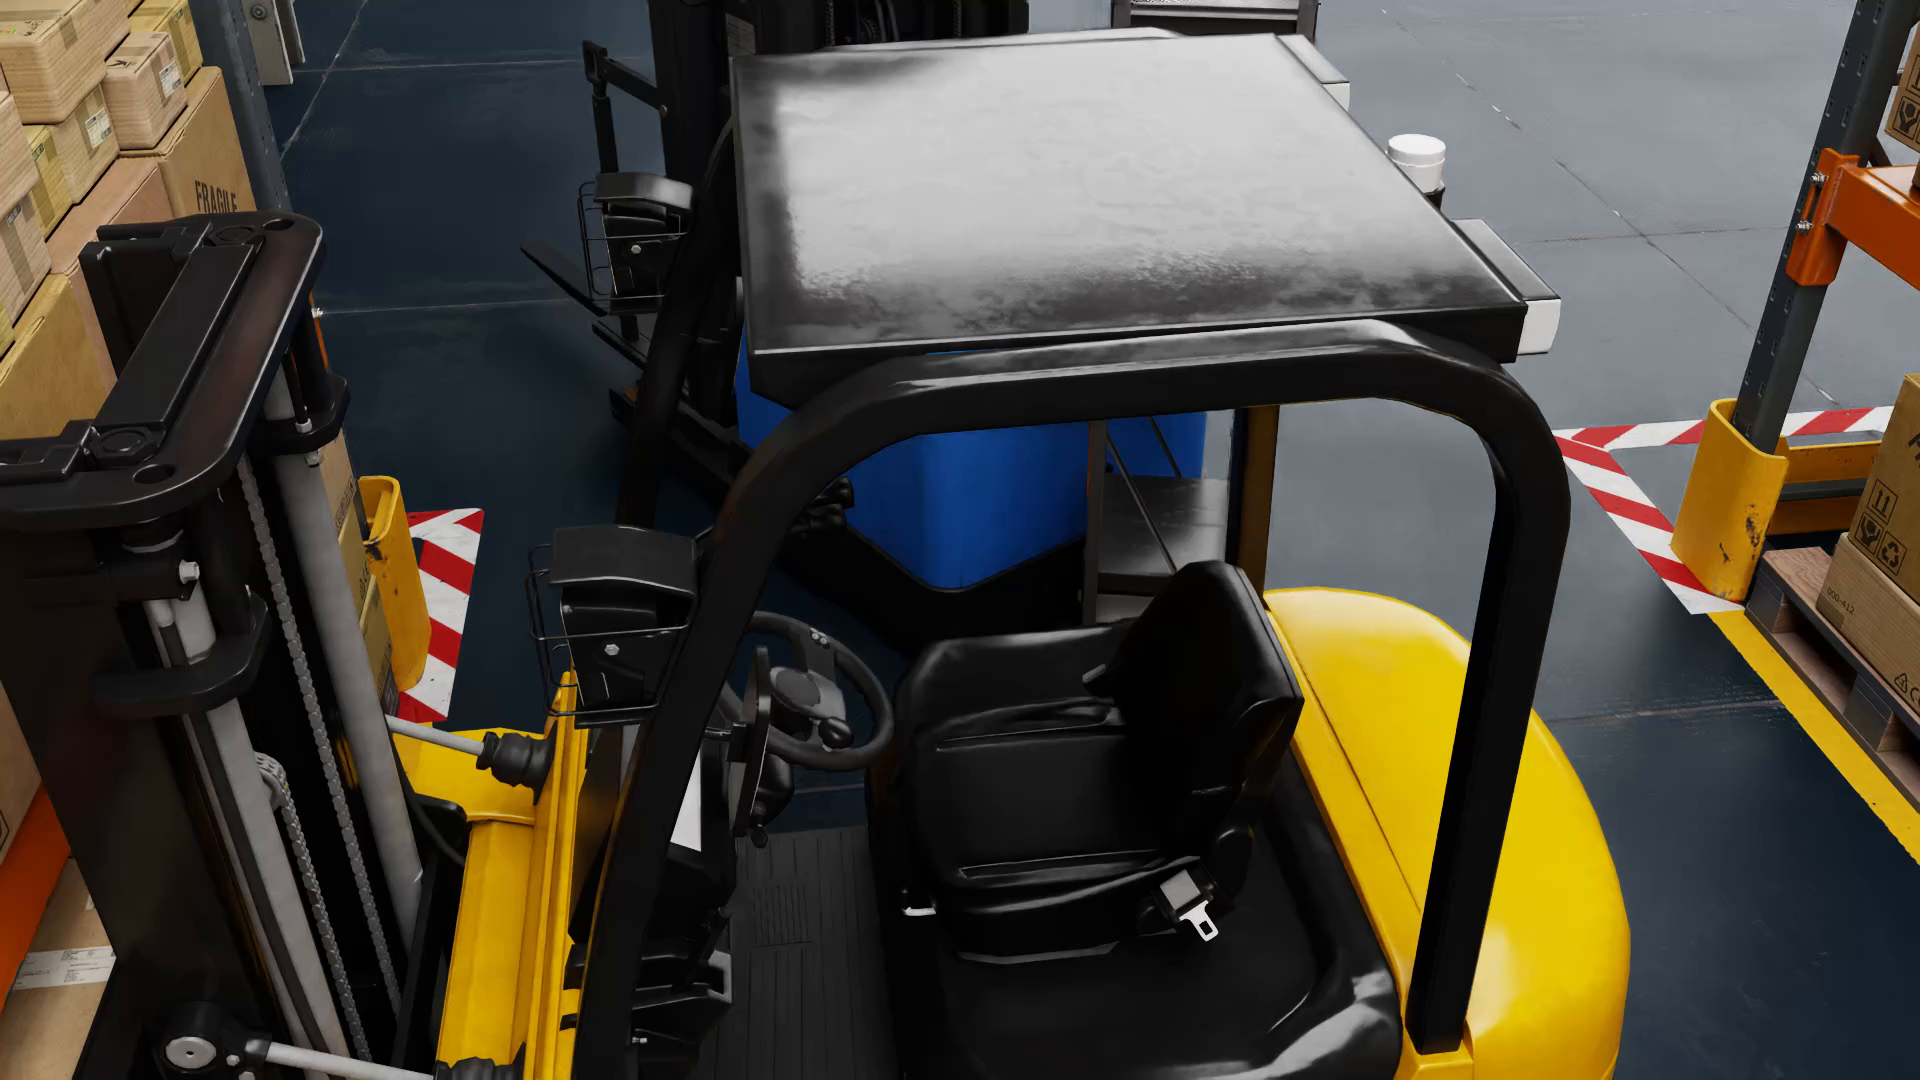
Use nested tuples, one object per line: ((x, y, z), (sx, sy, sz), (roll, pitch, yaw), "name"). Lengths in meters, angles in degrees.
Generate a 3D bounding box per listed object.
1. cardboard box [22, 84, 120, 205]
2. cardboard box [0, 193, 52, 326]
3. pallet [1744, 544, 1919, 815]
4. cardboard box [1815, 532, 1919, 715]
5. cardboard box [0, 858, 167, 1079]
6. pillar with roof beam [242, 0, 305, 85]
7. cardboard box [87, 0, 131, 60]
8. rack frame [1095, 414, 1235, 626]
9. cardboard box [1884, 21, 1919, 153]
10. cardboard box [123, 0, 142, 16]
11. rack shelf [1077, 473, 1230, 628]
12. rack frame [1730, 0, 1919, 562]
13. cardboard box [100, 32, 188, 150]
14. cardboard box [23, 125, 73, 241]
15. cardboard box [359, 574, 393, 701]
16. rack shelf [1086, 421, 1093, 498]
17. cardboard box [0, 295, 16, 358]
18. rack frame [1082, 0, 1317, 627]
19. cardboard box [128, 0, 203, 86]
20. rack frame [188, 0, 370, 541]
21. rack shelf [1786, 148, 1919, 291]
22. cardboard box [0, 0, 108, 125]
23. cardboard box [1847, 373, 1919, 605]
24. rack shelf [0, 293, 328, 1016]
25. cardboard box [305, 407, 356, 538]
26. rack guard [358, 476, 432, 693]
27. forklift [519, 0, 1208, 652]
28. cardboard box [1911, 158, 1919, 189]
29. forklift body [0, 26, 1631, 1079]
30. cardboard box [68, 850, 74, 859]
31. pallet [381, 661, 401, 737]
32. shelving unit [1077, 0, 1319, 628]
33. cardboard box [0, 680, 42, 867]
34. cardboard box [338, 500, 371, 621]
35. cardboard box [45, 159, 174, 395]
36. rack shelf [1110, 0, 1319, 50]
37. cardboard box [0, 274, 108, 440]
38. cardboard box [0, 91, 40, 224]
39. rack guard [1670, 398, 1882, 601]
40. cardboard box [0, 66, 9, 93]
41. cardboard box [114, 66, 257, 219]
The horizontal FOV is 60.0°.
((-1.744, -0.703, 2.954), (0.380, 0.149, 0.250), (-4, 34, -5), "cardboard box")
((-1.639, -0.419, 2.536), (0.380, 0.149, 0.250), (-5, 35, -8), "cardboard box")
((2.896, 0.417, 4.451), (1.003, 0.211, 1.213), (-4, 35, -6), "pallet")
((2.646, 0.200, 4.362), (0.500, 0.250, 0.500), (-5, 35, -7), "cardboard box")
((-1.522, 0.776, 2.629), (0.500, 0.250, 0.500), (-5, 35, -7), "cardboard box")
((0.553, -6.552, 6.874), (9.100, 9.000, 0.400), (-4, 35, -6), "pillar with roof beam")
((-1.785, -0.969, 3.079), (0.380, 0.149, 0.250), (-4, 35, -6), "cardboard box")
((0.561, -0.586, 4.245), (0.400, 2.100, 0.015), (3, 34, 5), "rack frame")
((2.601, -1.113, 3.866), (0.500, 0.500, 0.500), (-5, 35, -7), "cardboard box")
((-1.849, -1.104, 3.278), (0.380, 0.149, 0.250), (-4, 35, -6), "cardboard box")
((0.535, 0.140, 4.447), (0.431, 0.518, 0.480), (3, 34, 5), "rack shelf")
((2.812, -1.234, 4.397), (1.000, 3.000, 0.127), (-4, 35, -6), "rack frame")
((-1.718, -0.853, 3.173), (0.380, 0.149, 0.250), (-4, 34, -6), "cardboard box")
((-1.722, -0.564, 2.749), (0.380, 0.149, 0.250), (-5, 35, -7), "cardboard box")
((-1.730, 0.345, 4.149), (0.500, 0.250, 0.500), (-4, 34, -6), "cardboard box")
((0.535, -0.438, 4.052), (0.431, 0.518, 0.480), (3, 34, 5), "rack shelf")
((-1.585, -0.279, 2.331), (0.380, 0.149, 0.250), (-4, 34, -6), "cardboard box")
((0.509, -0.313, 3.844), (0.400, 2.100, 0.015), (3, 34, 5), "rack frame")
((-1.782, -0.993, 3.379), (0.380, 0.149, 0.250), (-4, 34, -6), "cardboard box")
((-2.106, -0.856, 3.842), (1.000, 3.000, 0.127), (-4, 35, -6), "rack frame")
((3.081, 0.179, 2.962), (1.077, 0.370, 4.000), (-4, 35, -6), "rack shelf")
((-1.723, -0.825, 2.868), (0.380, 0.149, 0.250), (-4, 34, -5), "cardboard box")
((2.650, -0.097, 4.131), (0.500, 0.500, 0.500), (-5, 35, -8), "cardboard box")
((-1.837, 0.557, 2.407), (1.077, 0.370, 4.000), (-4, 35, -6), "rack shelf")
((-1.735, -0.073, 3.874), (0.500, 0.250, 0.500), (-3, 34, -5), "cardboard box")
((-2.109, 0.164, 4.566), (1.175, 0.500, 0.348), (-4, 35, -6), "rack guard")
((-0.556, -1.644, 5.060), (1.130, 2.935, 3.031), (-24, 41, -30), "forklift")
((2.653, -0.925, 4.167), (0.380, 0.149, 0.250), (-4, 35, -6), "cardboard box")
((-0.043, 0.415, 2.731), (2.313, 2.155, 1.214), (-4, 35, -6), "forklift body")
((-1.583, 0.492, 3.045), (0.500, 0.250, 0.500), (-4, 34, -6), "cardboard box")
((-1.962, 0.720, 4.006), (1.003, 0.211, 1.213), (-4, 35, -6), "pallet")
((0.535, -0.449, 4.045), (0.431, 2.100, 0.503), (3, 34, 5), "shelving unit")
((-1.571, 0.213, 2.185), (0.500, 0.500, 0.500), (-4, 34, -6), "cardboard box")
((-1.731, 0.148, 3.994), (0.500, 0.250, 0.500), (-5, 35, -7), "cardboard box")
((-1.719, -0.352, 3.015), (0.500, 0.500, 0.500), (-3, 34, -5), "cardboard box")
((0.535, -1.016, 3.658), (0.431, 0.518, 0.480), (3, 34, 5), "rack shelf")
((-1.650, -0.066, 2.595), (0.500, 0.500, 0.500), (-5, 35, -7), "cardboard box")
((-1.618, -0.544, 2.455), (0.380, 0.149, 0.250), (-4, 34, -5), "cardboard box")
((2.822, -0.159, 5.039), (1.175, 0.500, 0.348), (-4, 35, -6), "rack guard")
((-1.763, -0.681, 2.656), (0.380, 0.149, 0.250), (-4, 34, -6), "cardboard box")
((-1.780, -0.643, 3.440), (0.500, 0.500, 0.500), (-5, 35, -7), "cardboard box")
